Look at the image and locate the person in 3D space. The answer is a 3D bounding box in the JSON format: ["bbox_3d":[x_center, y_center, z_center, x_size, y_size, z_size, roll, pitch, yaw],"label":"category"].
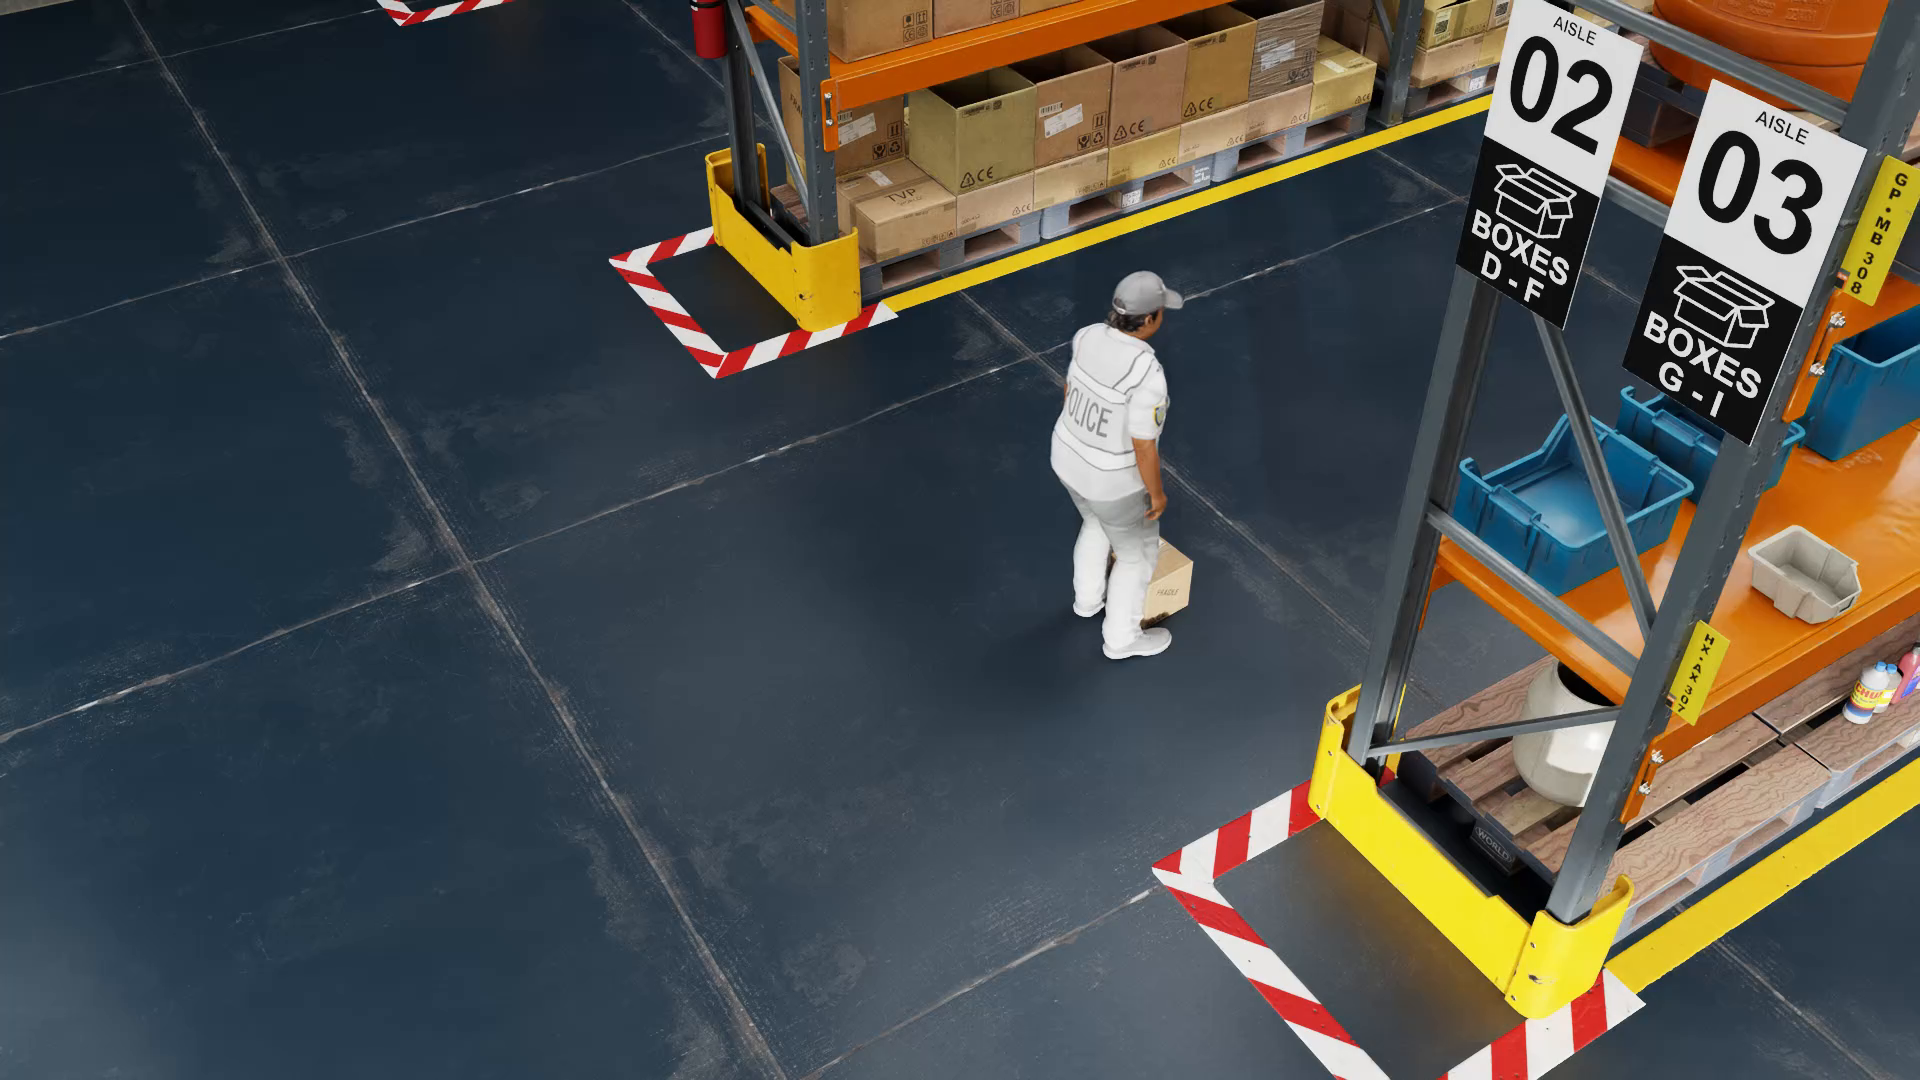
[{"bbox_3d":[0.622,-0.285,6.480,0.473,1.666,0.547,-23,46,-24],"label":"person"}]
